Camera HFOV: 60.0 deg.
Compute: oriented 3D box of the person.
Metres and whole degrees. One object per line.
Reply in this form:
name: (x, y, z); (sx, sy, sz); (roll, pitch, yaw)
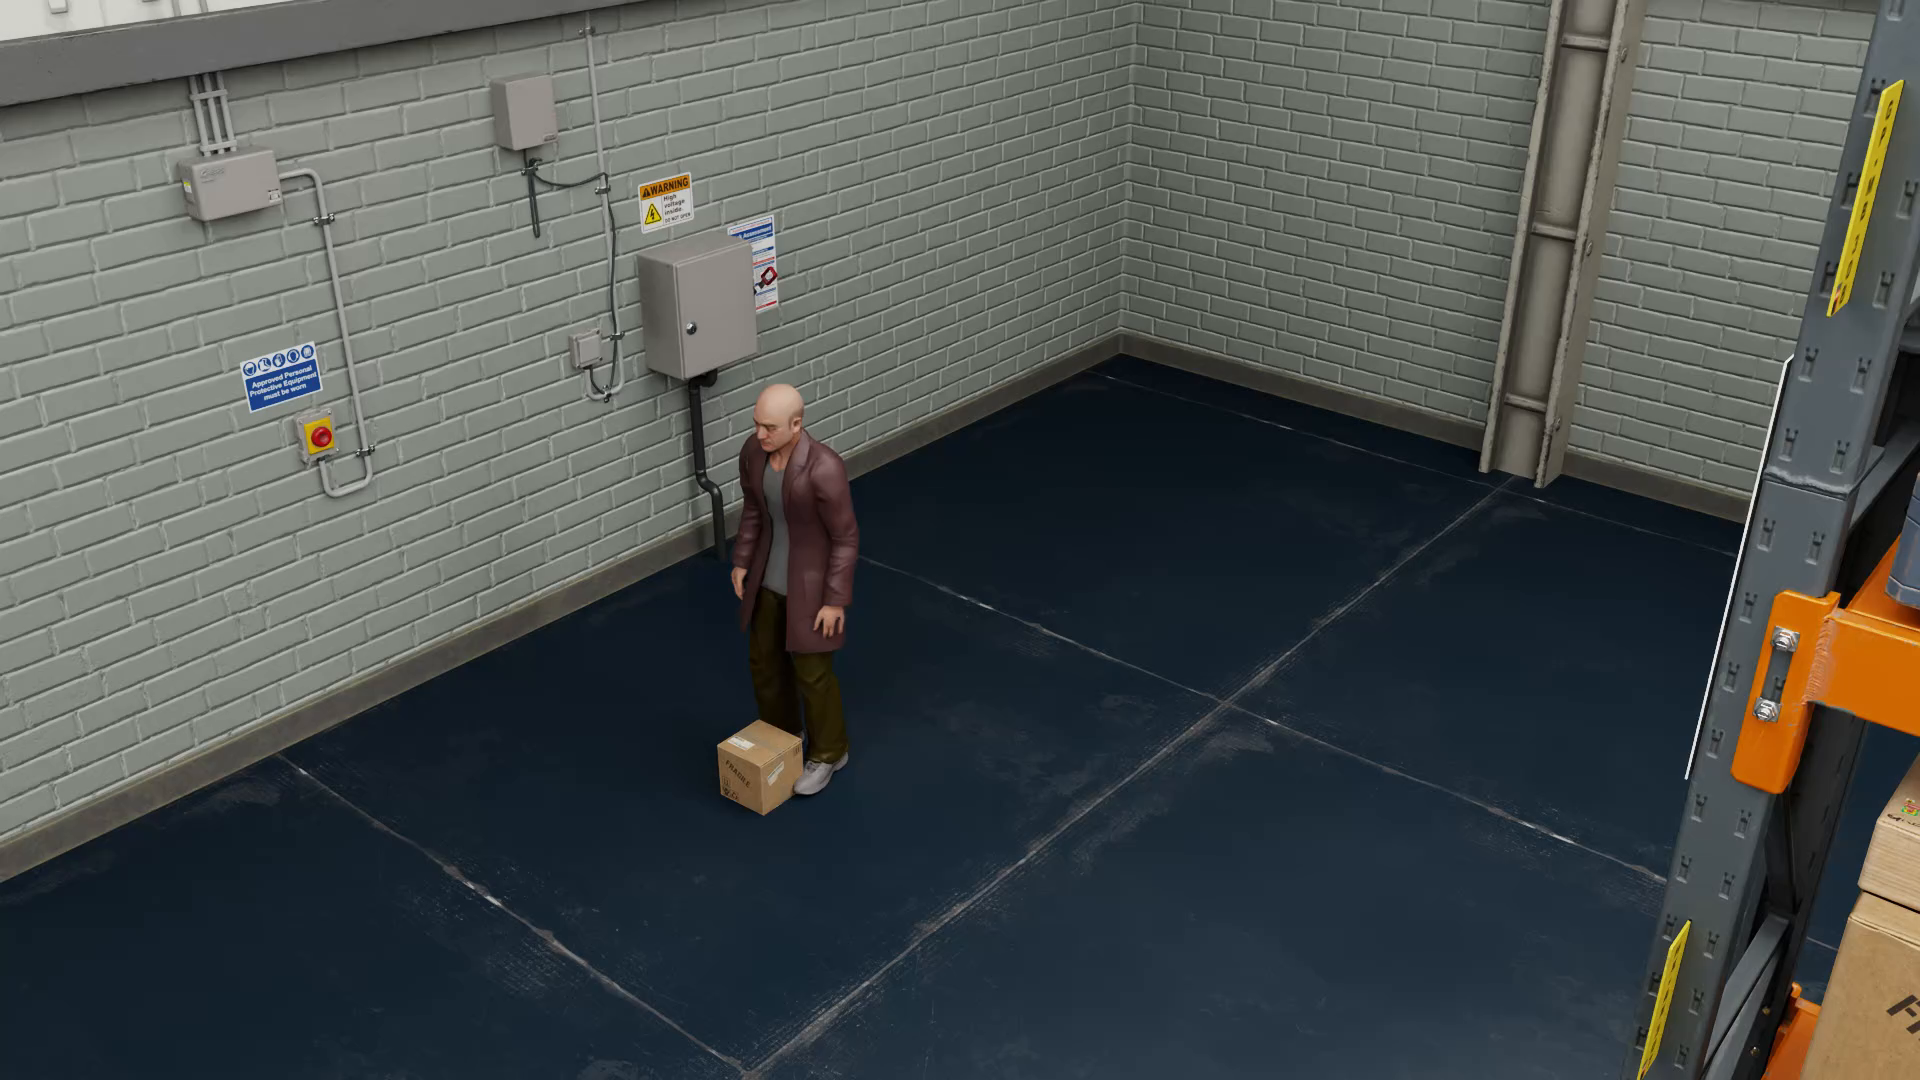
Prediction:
person: (-0.679, 0.181, 6.779); (0.643, 1.774, 0.423); (21, 34, 35)
